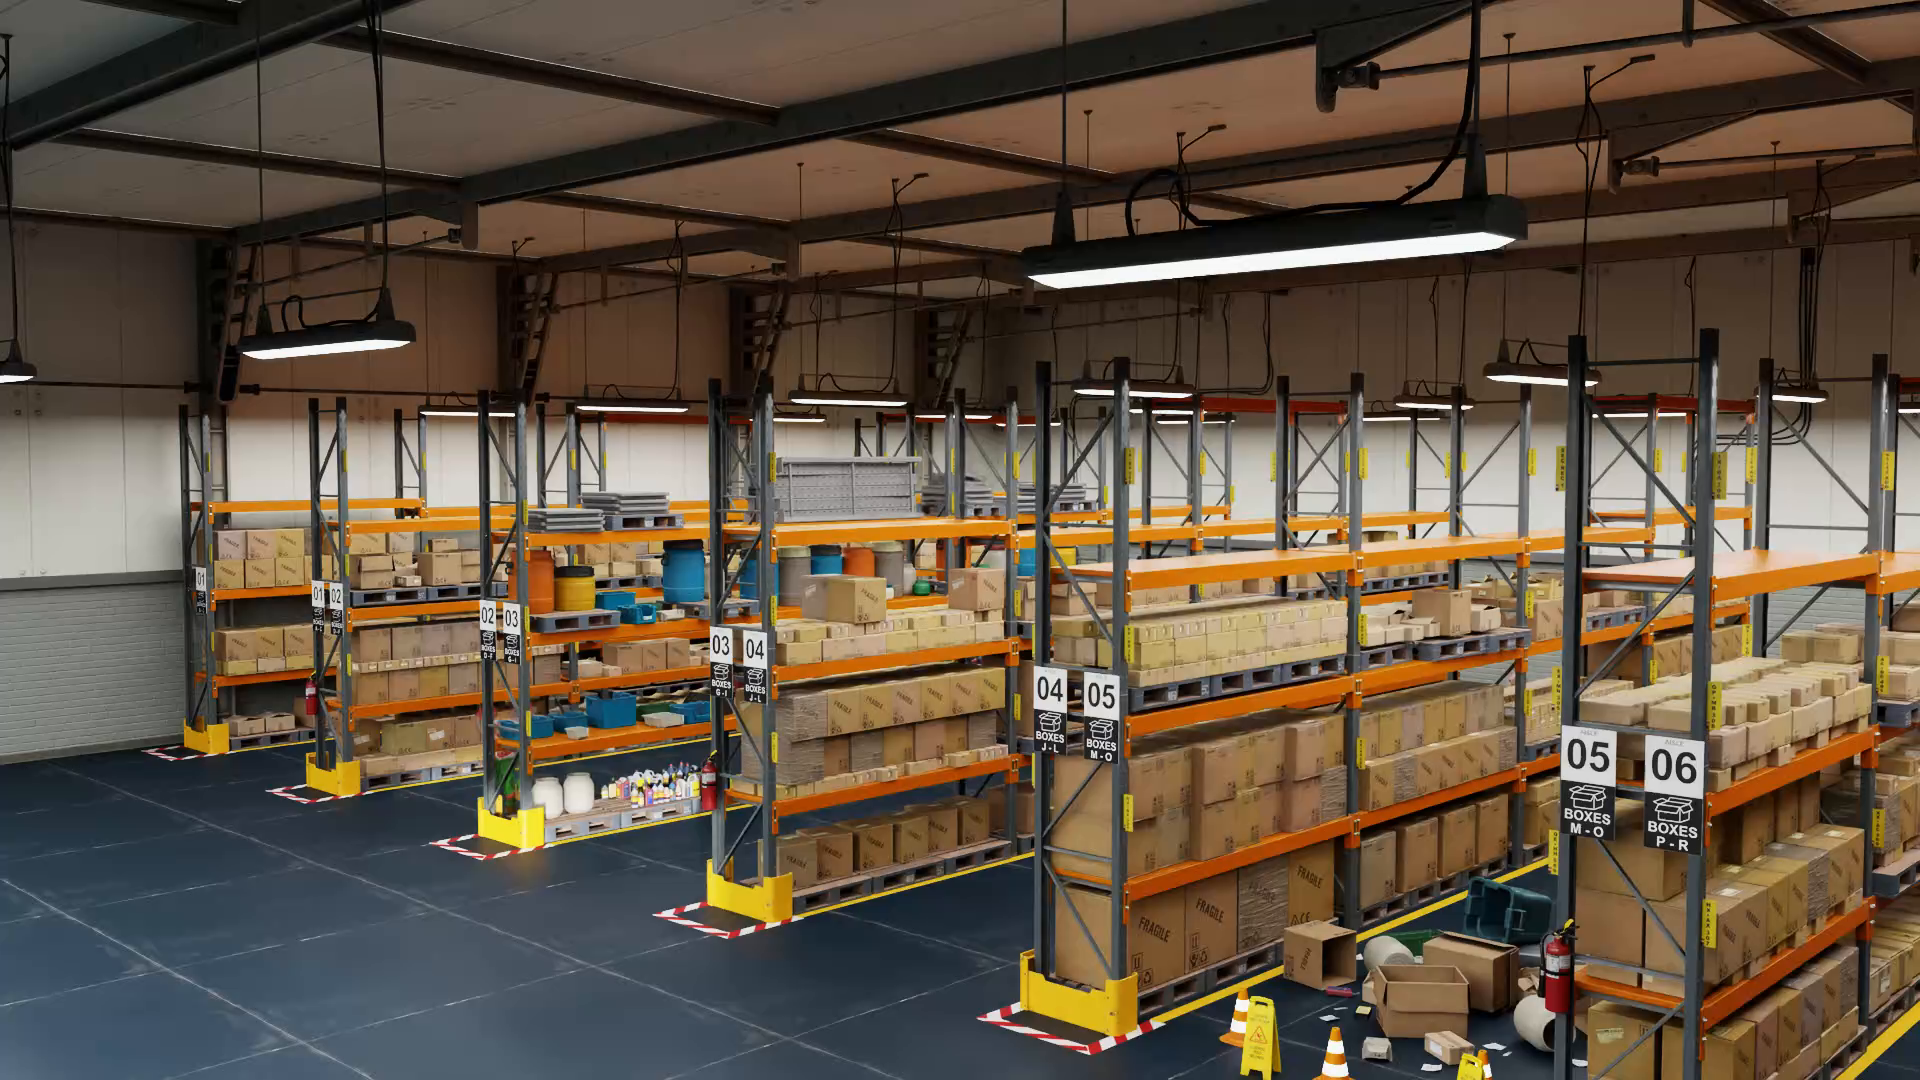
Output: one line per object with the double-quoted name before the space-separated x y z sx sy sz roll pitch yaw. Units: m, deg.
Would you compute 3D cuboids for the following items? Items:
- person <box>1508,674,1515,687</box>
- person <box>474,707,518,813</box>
"person" 8.531 2.932 25.514 0.735 1.786 1.111 3 4 43
"person" -6.625 3.126 23.701 0.694 1.589 0.828 1 3 23
